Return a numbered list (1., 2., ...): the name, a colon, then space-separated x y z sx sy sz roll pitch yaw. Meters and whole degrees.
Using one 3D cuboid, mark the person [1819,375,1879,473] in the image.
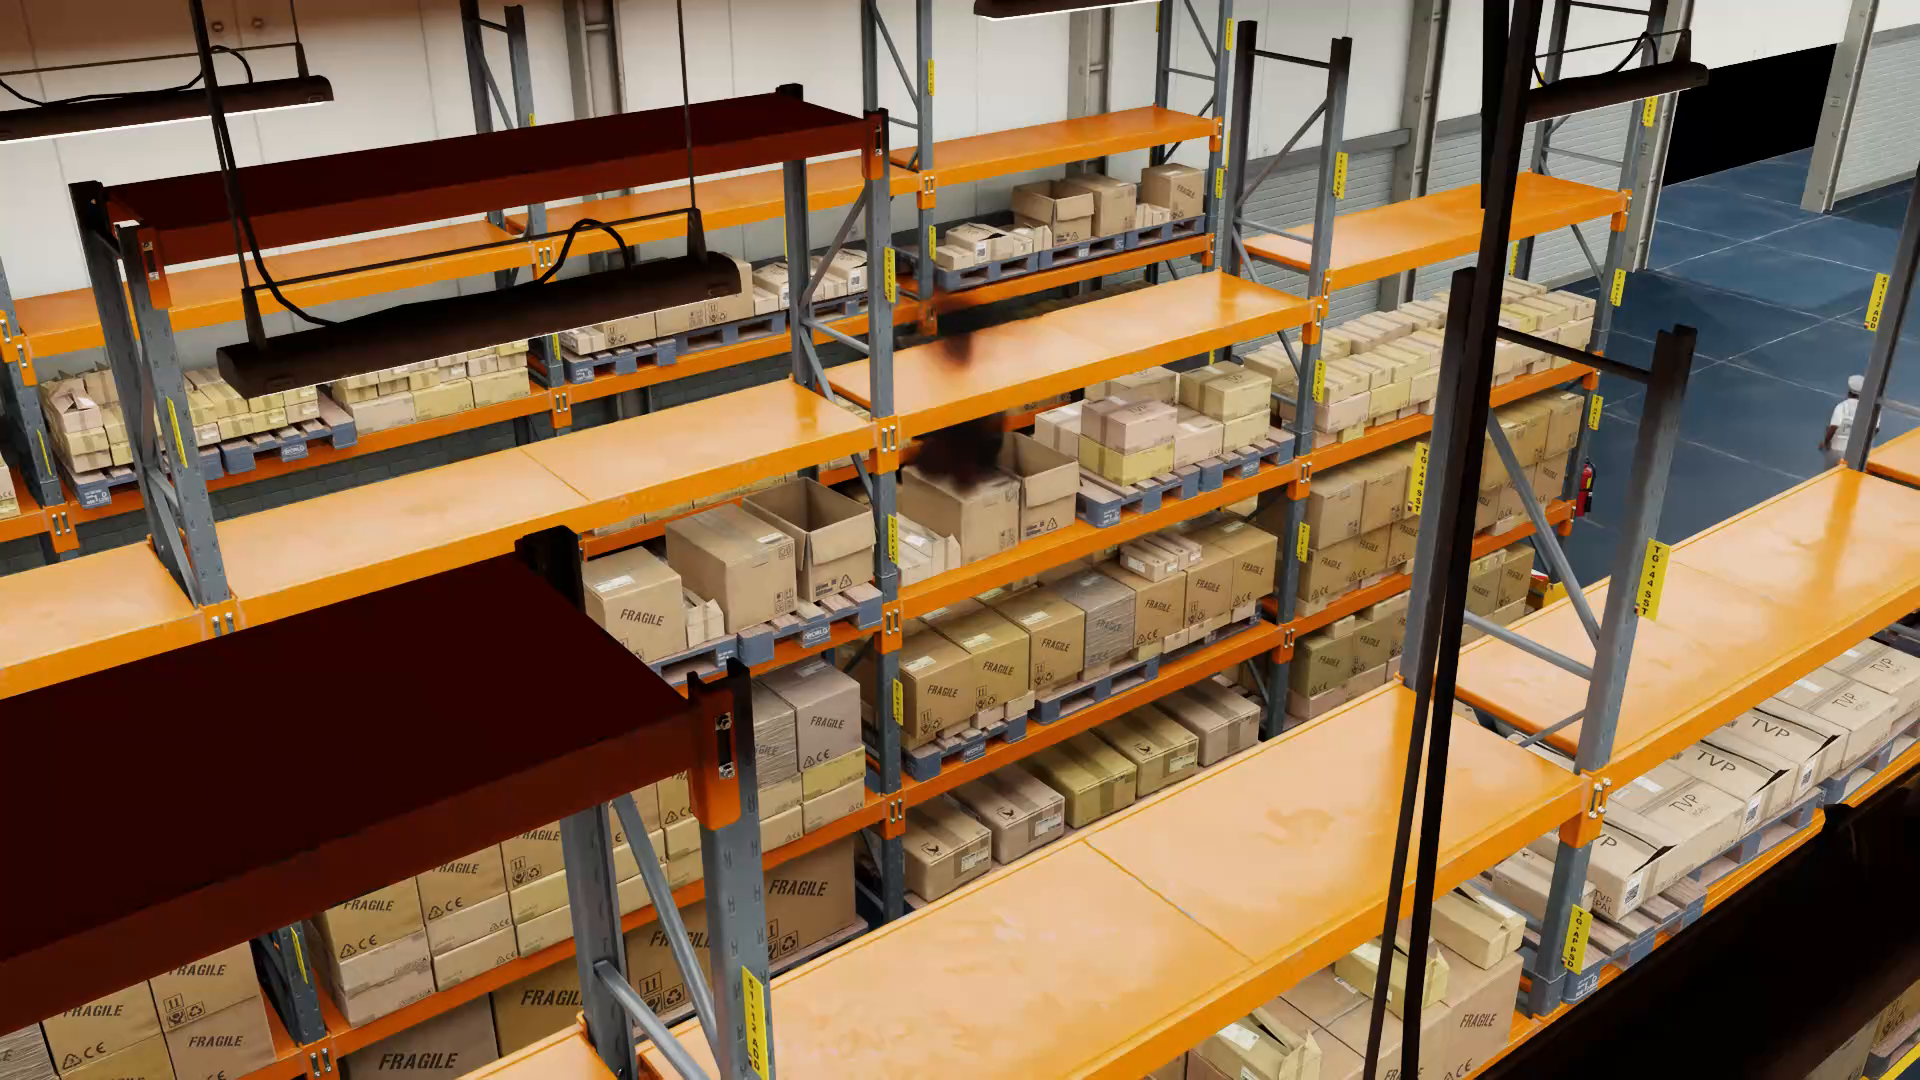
1. person: 9.749 -0.958 18.240 0.574 1.642 0.721 2 26 4
